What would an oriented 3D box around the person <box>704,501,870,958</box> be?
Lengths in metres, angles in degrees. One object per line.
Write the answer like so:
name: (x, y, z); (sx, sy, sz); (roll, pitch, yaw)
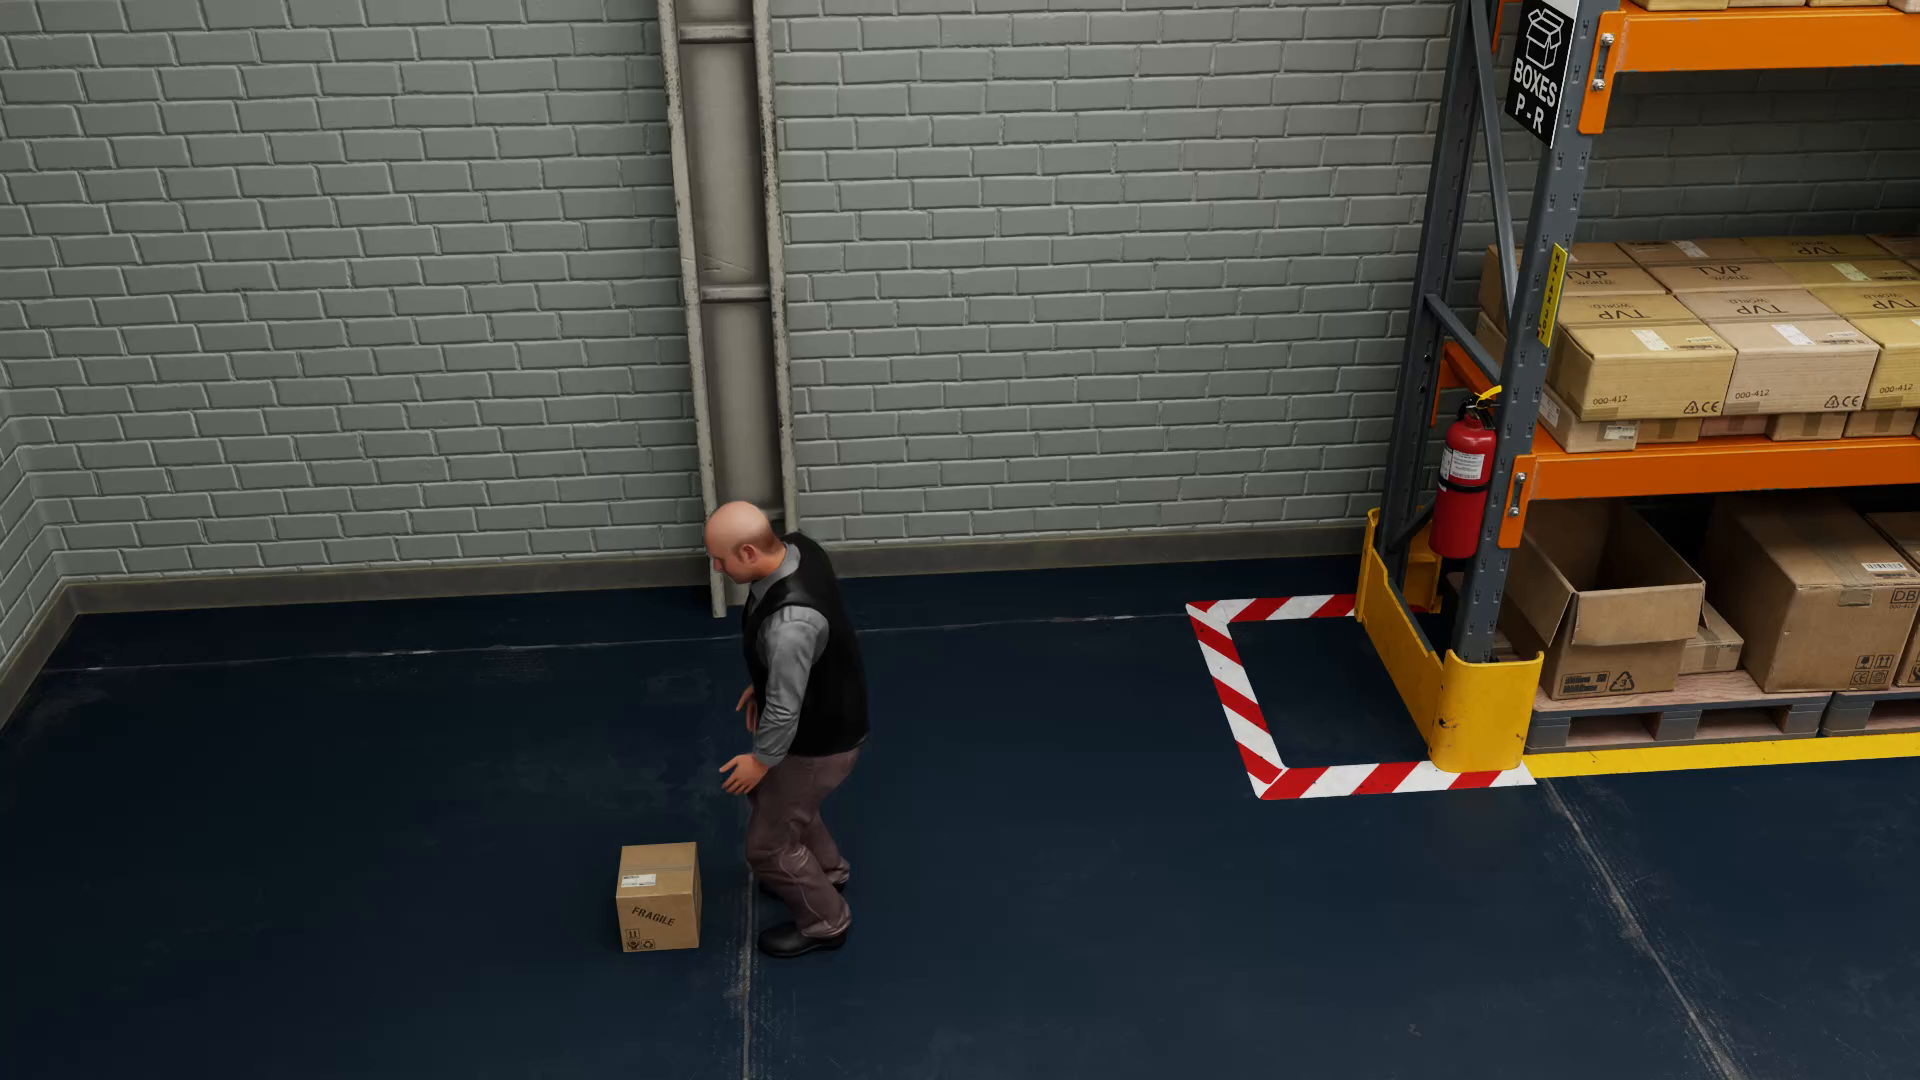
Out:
person: (-0.516, 0.599, 5.241); (0.464, 1.646, 0.567); (-2, 31, -3)
